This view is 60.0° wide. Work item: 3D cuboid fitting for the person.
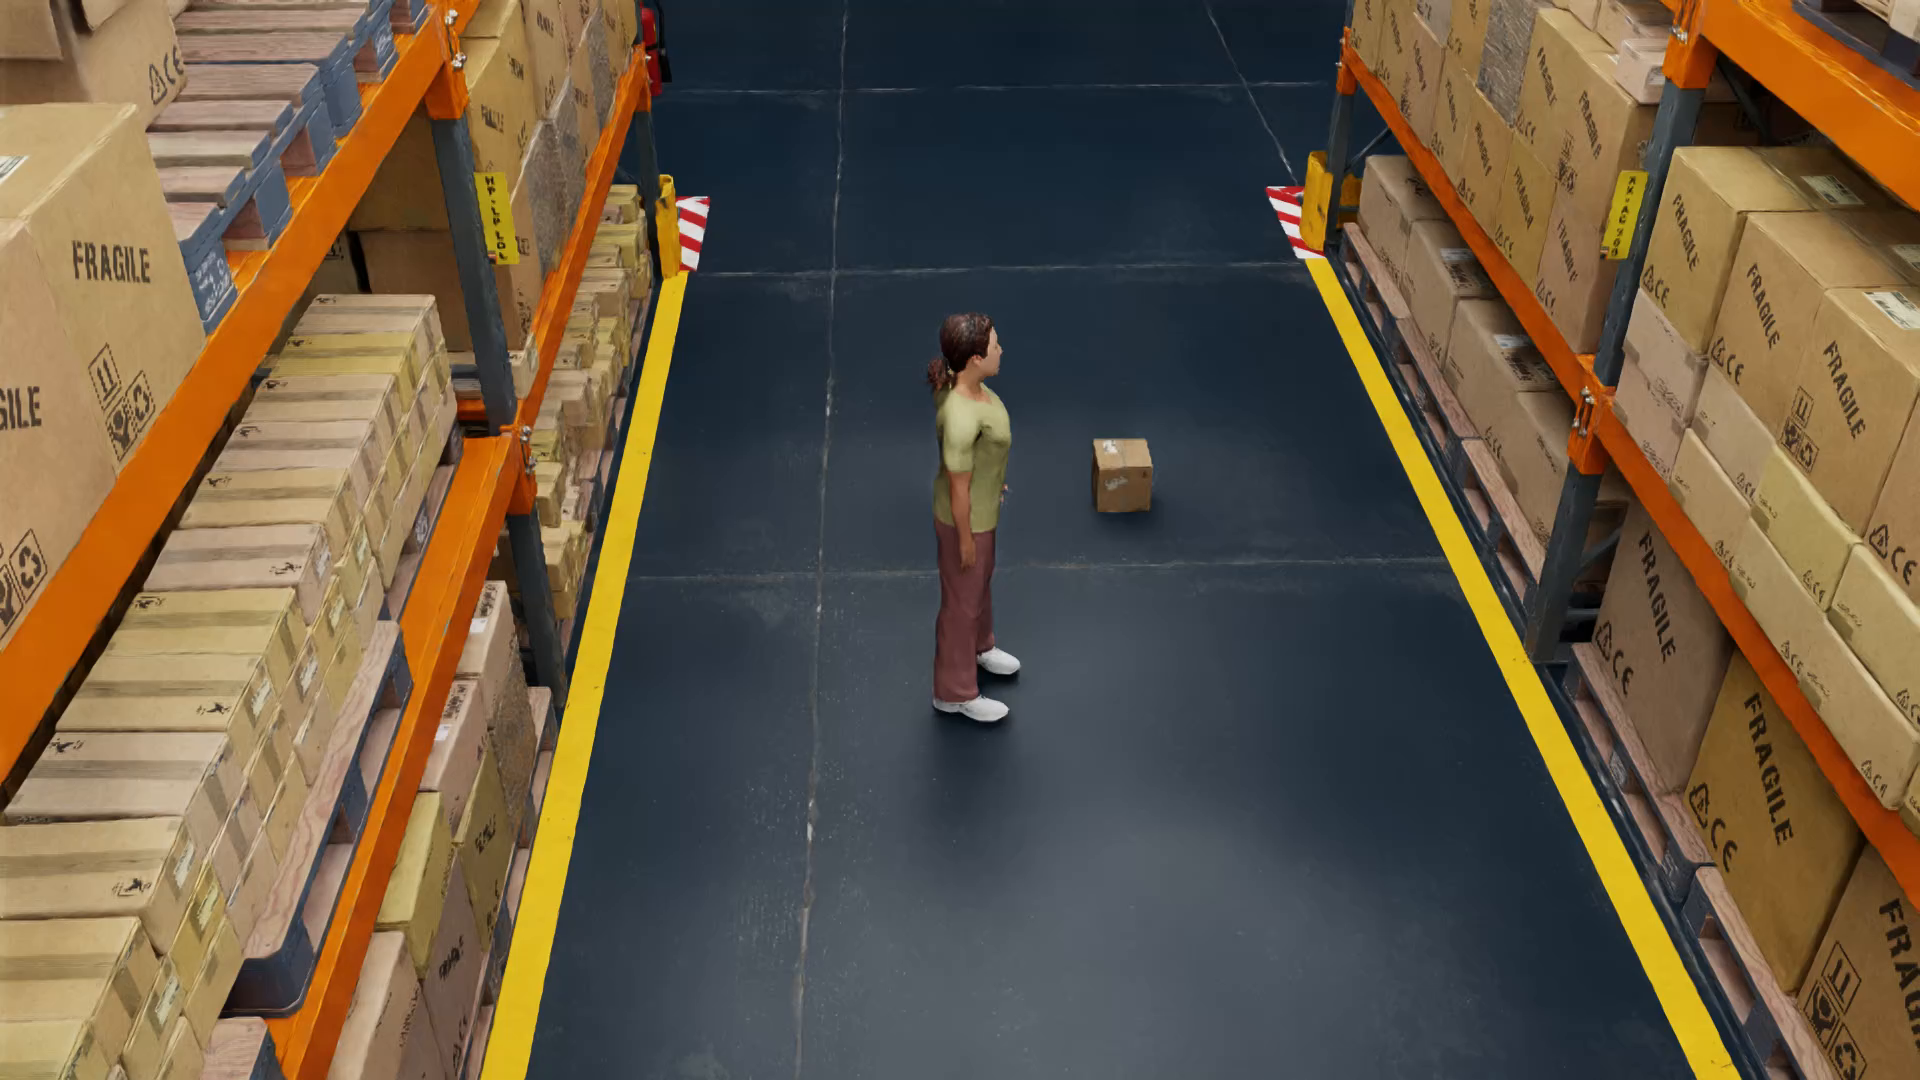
[{"bbox_3d":[0.068,0.004,6.325,0.360,1.425,0.481,0,35,0],"label":"person"}]
